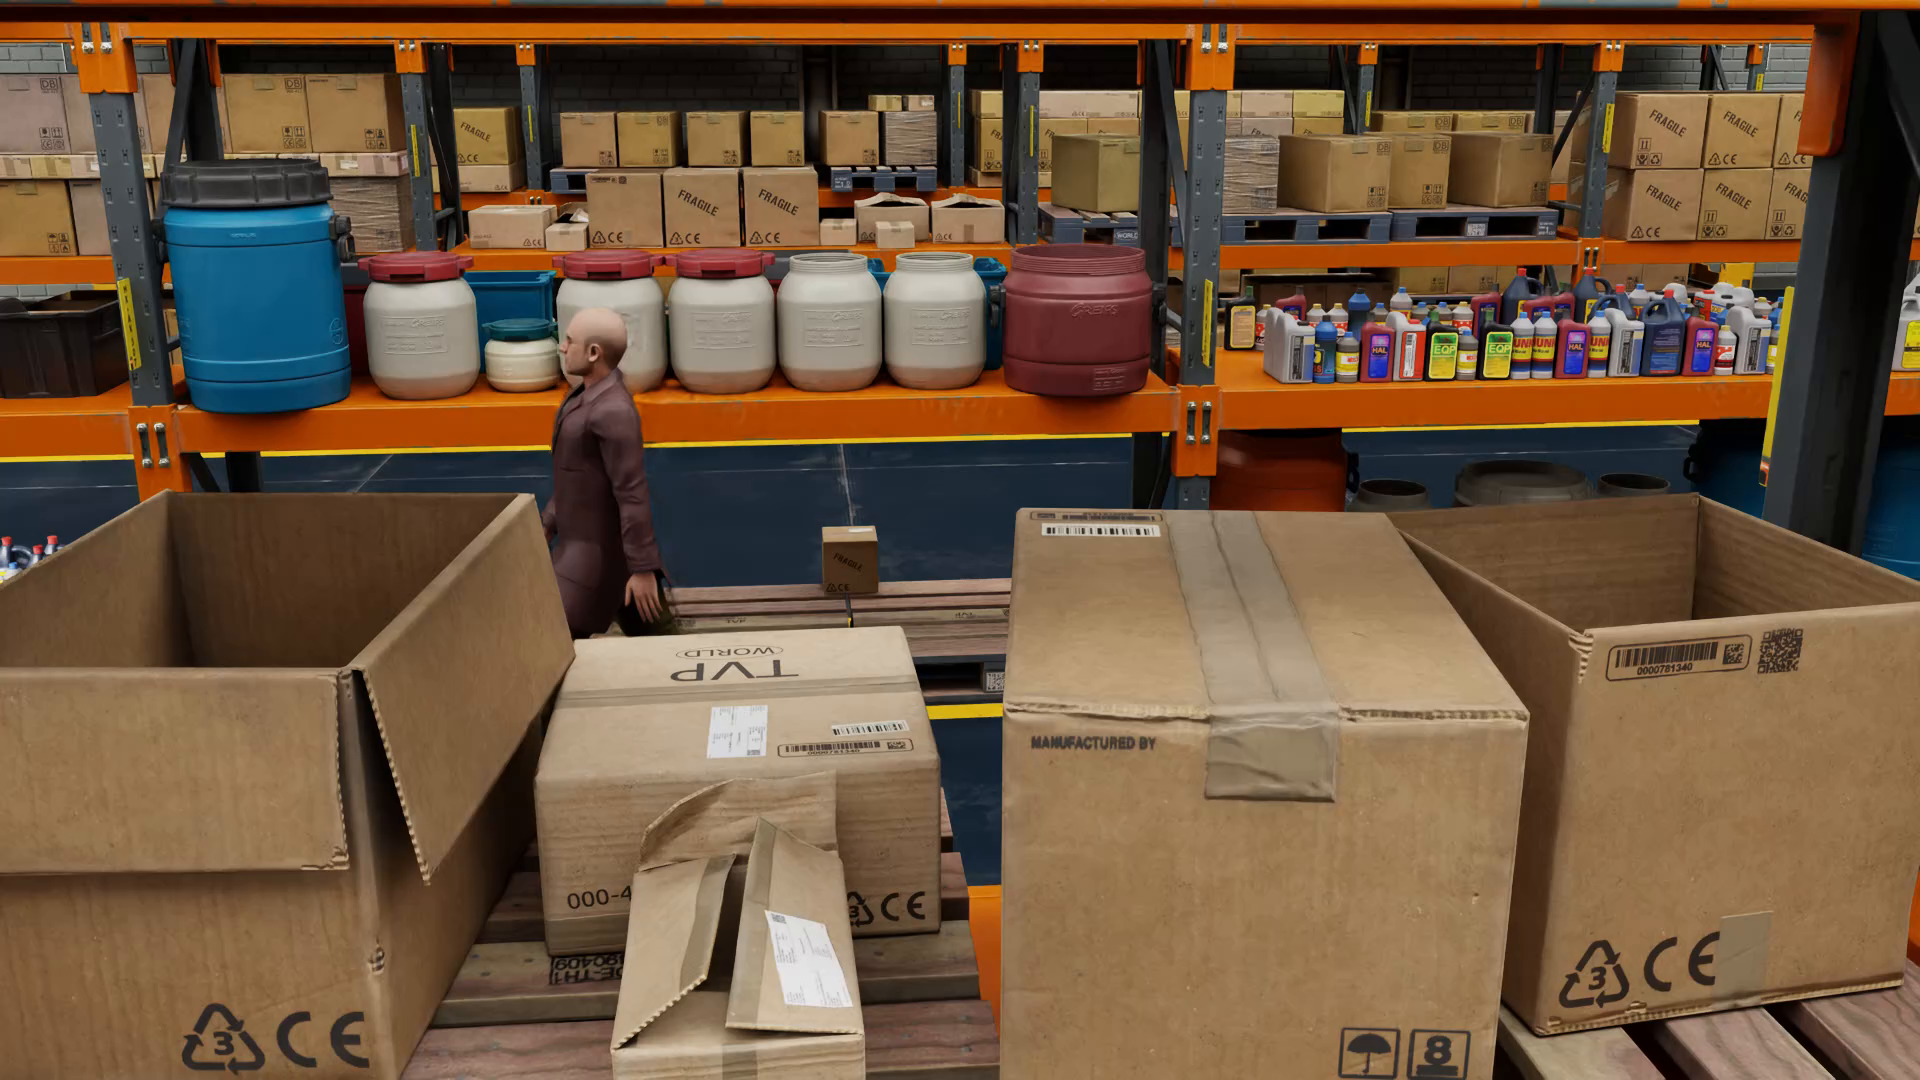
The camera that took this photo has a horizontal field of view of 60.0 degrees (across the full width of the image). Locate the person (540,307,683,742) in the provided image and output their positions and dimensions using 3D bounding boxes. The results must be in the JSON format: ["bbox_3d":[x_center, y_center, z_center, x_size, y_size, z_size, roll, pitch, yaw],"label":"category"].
[{"bbox_3d":[-1.363,0.030,5.916,1.122,1.716,0.621,-3,17,-9],"label":"person"}]
